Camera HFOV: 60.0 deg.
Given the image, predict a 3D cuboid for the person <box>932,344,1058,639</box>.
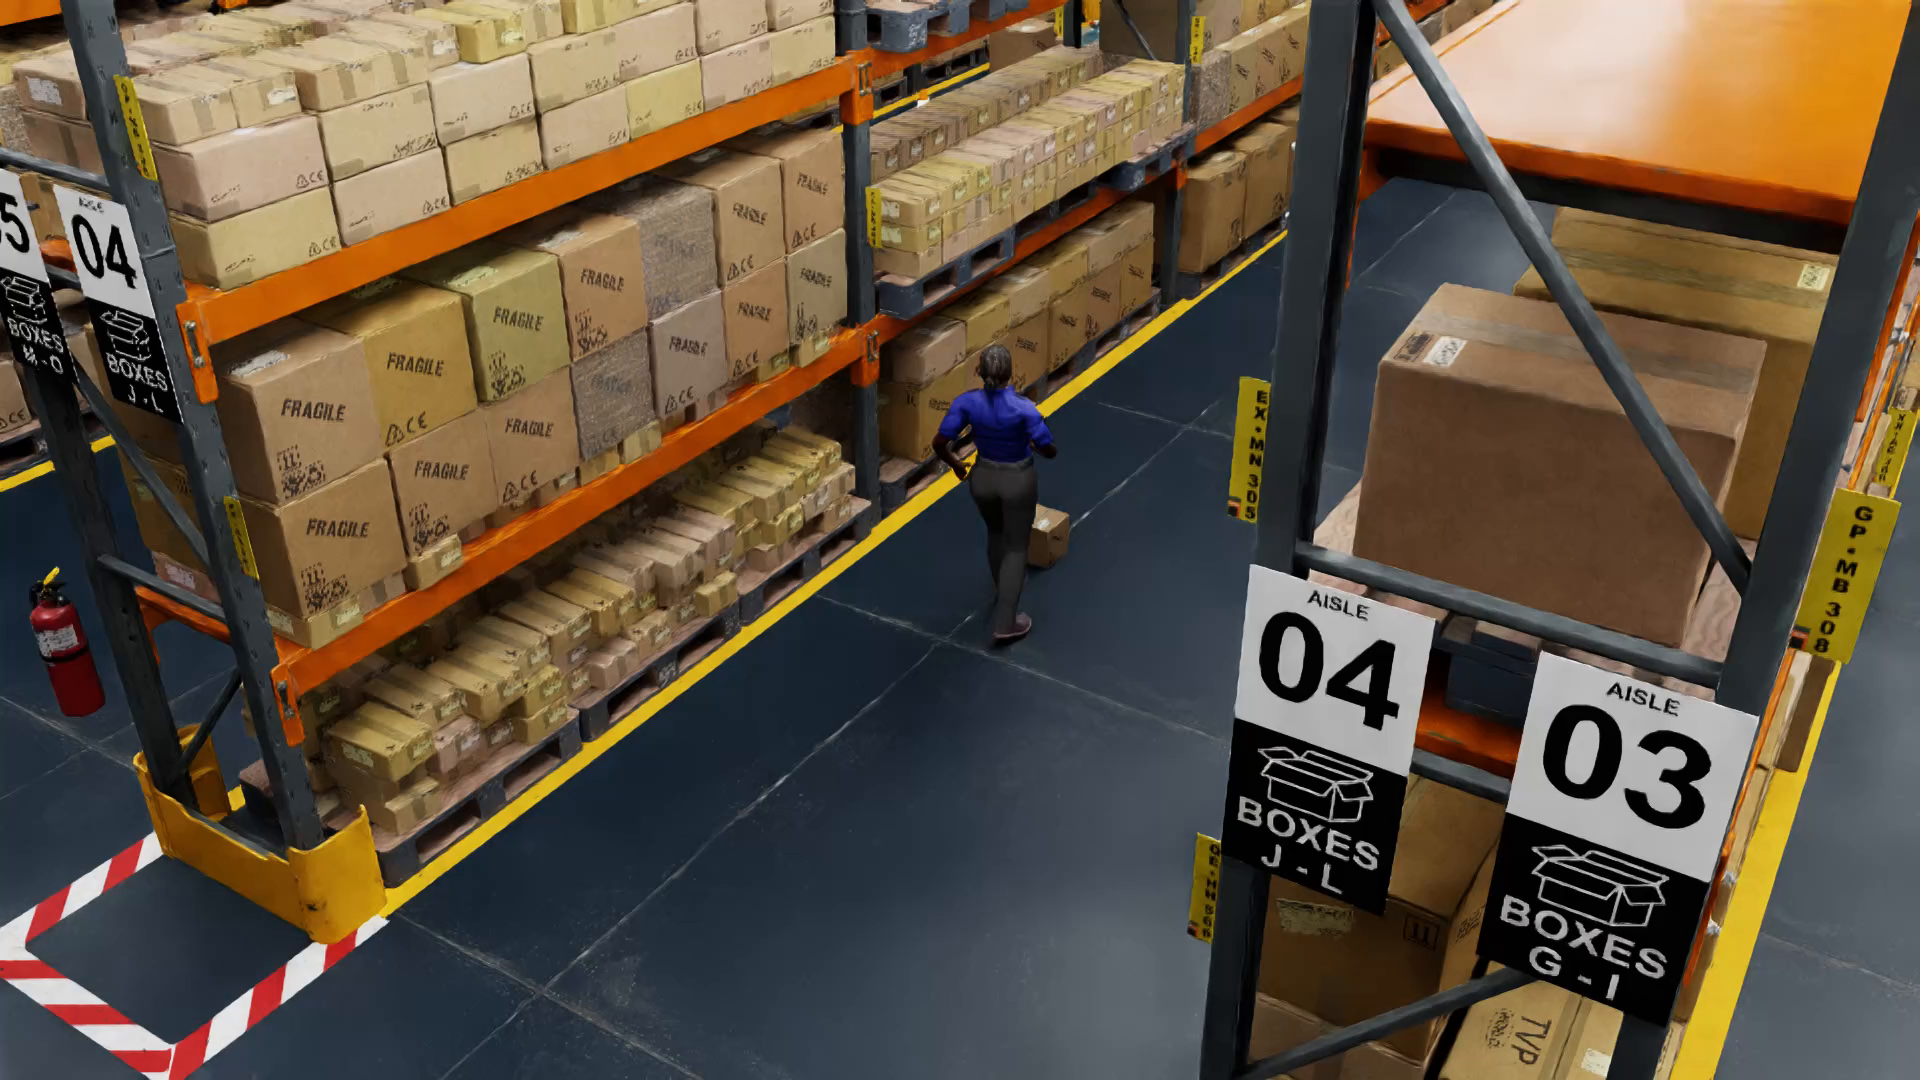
[{"bbox_3d":[0.249,-0.323,8.722,0.624,1.649,0.719,11,32,18],"label":"person"}]
